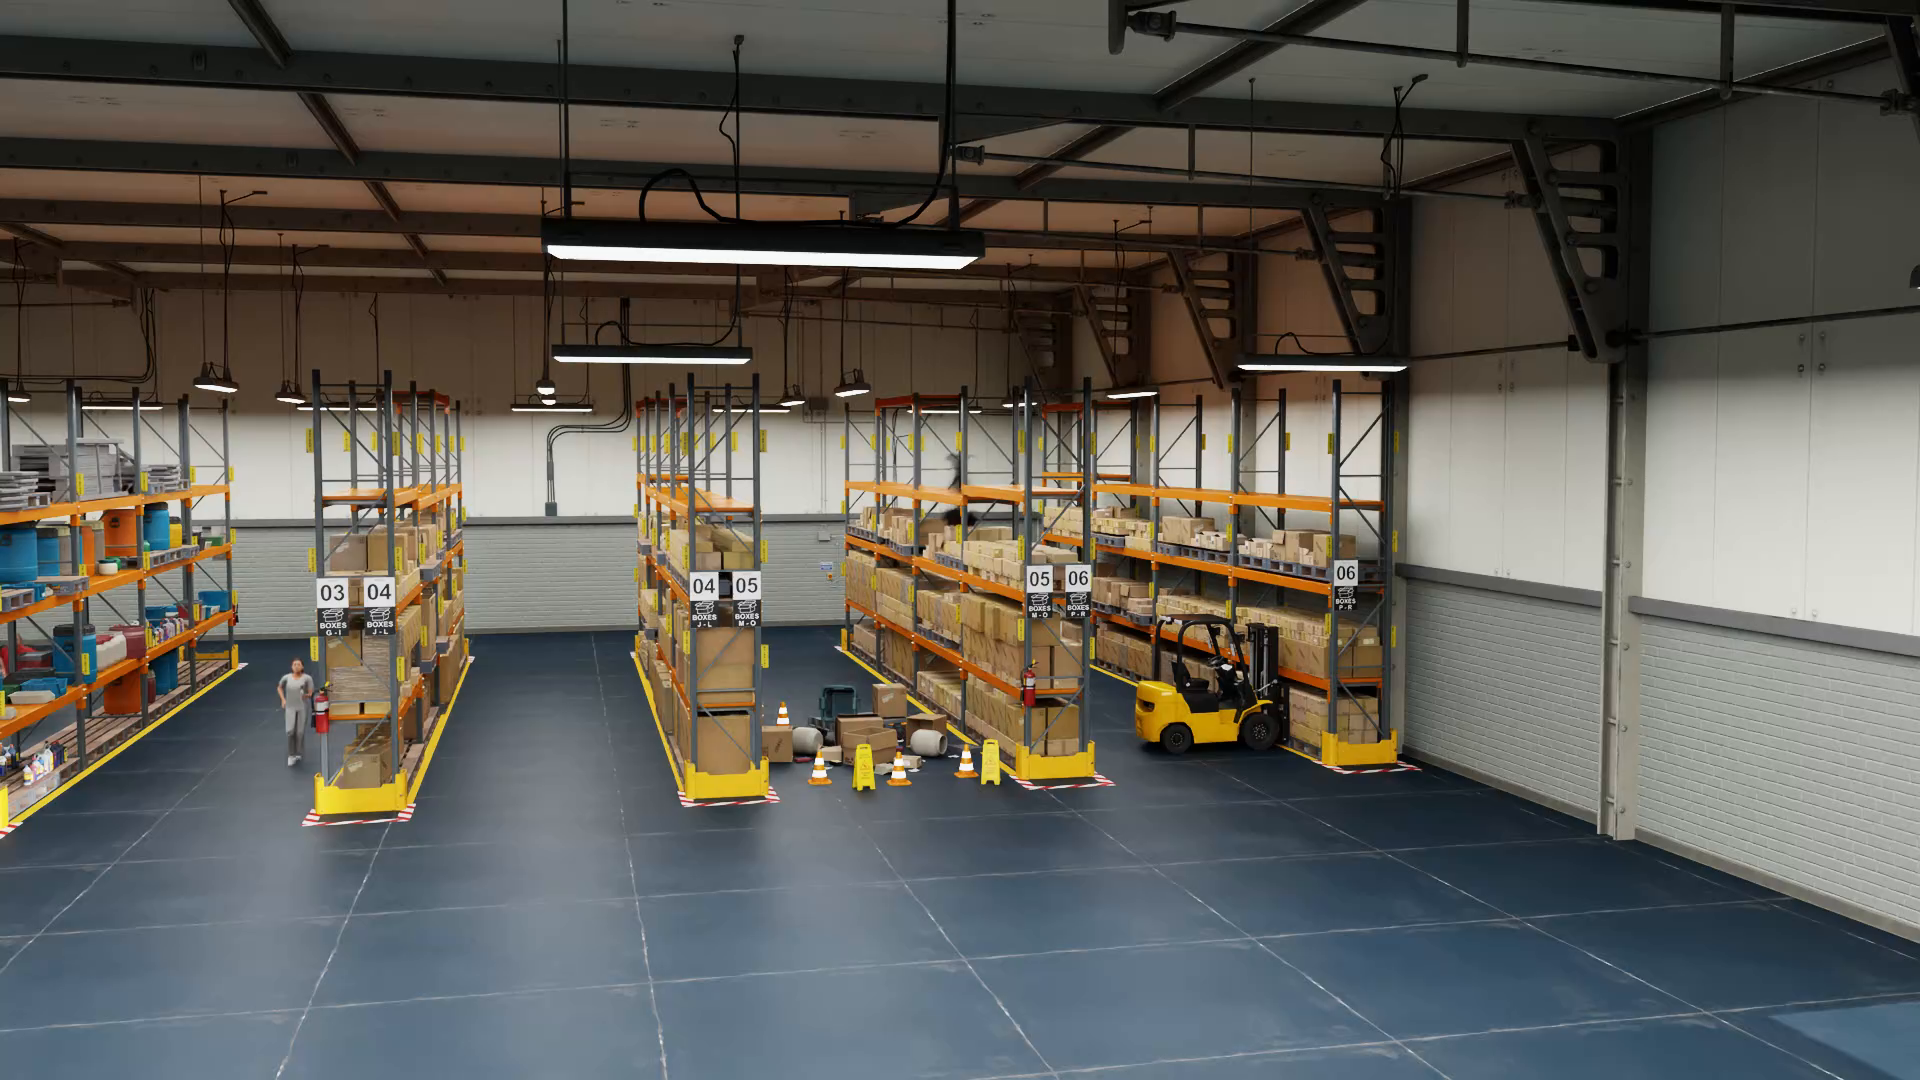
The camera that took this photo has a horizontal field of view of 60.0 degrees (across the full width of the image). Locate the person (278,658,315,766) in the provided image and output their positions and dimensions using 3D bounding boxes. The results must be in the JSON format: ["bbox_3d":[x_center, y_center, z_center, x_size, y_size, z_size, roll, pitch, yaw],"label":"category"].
[{"bbox_3d":[-10.362,2.675,25.974,0.540,1.684,0.685,-1,4,-22],"label":"person"}]

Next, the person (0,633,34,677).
[{"bbox_3d":[-16.453,2.500,29.046,0.591,1.788,0.889,-1,4,-21],"label":"person"}]
